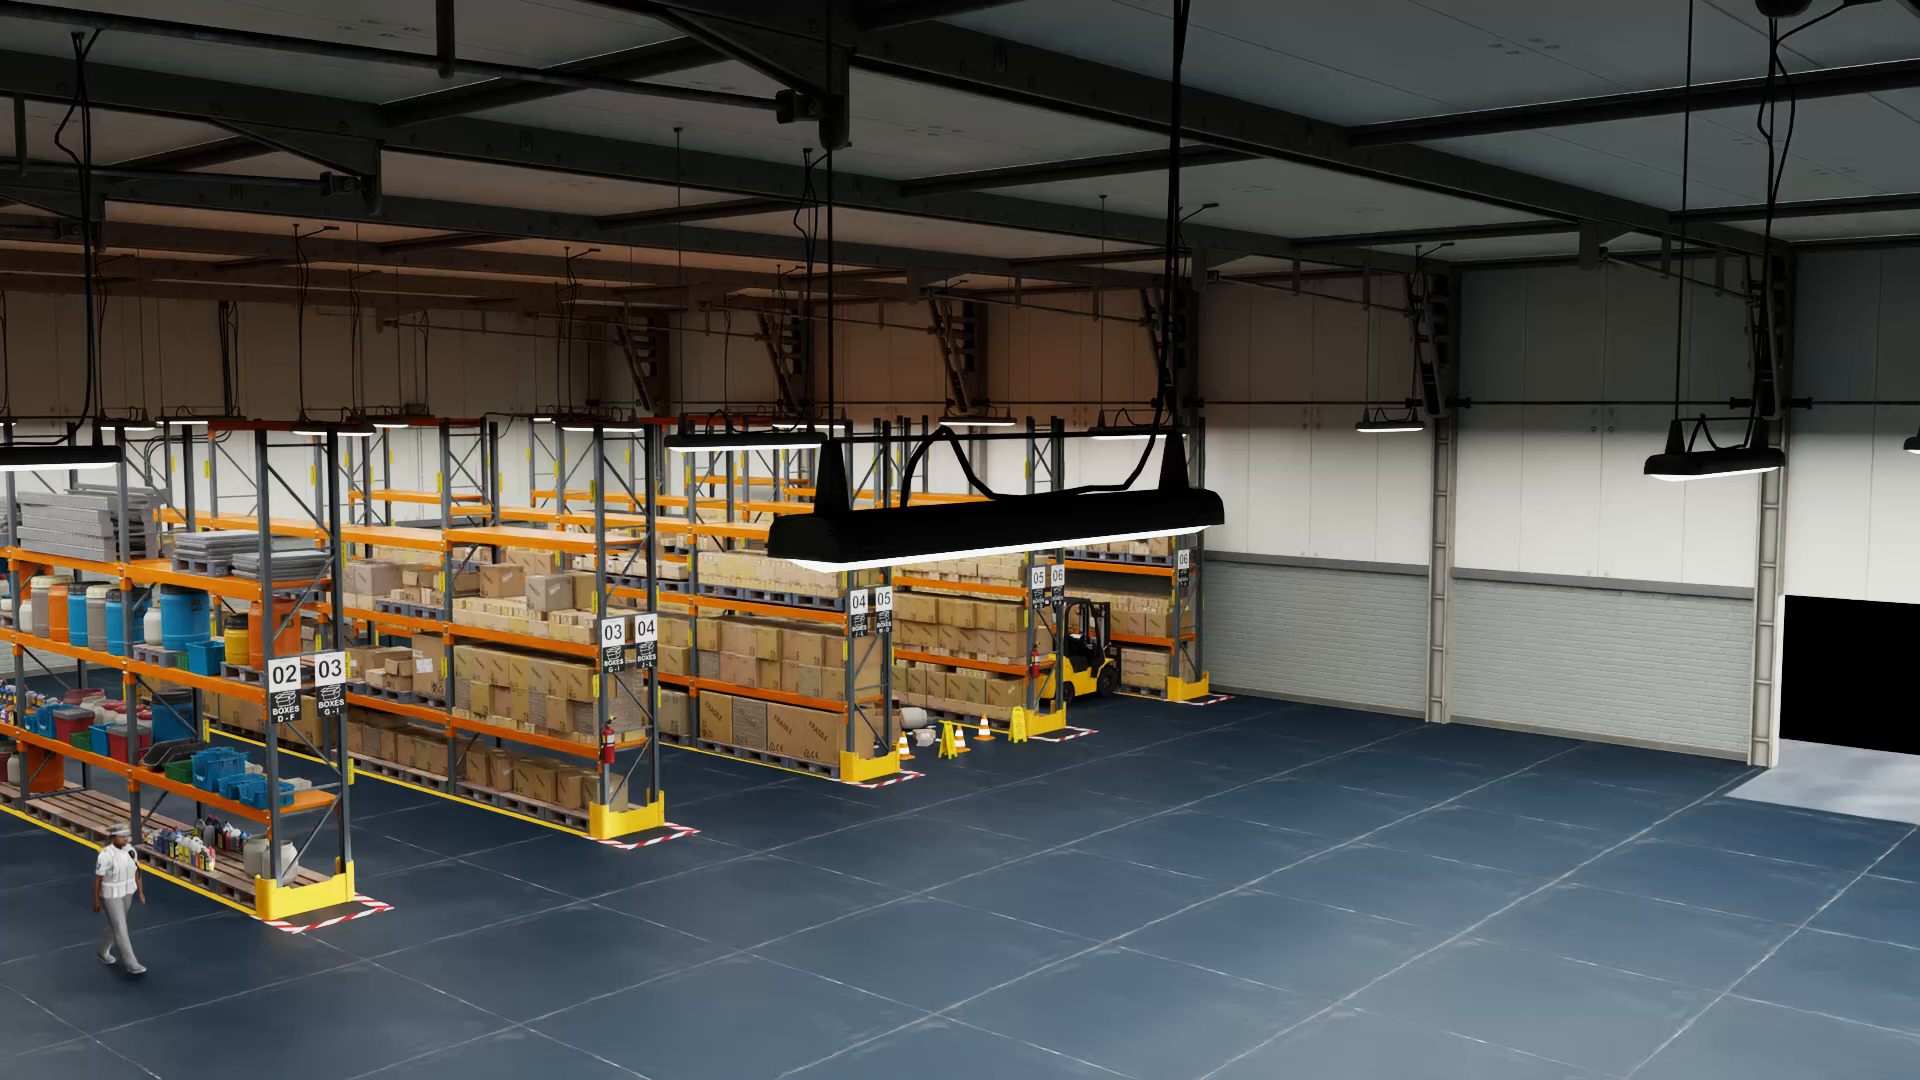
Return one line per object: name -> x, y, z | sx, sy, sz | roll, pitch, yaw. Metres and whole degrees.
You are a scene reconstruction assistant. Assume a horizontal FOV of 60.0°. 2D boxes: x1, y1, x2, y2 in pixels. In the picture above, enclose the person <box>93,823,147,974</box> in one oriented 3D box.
person -> -9.320, 3.956, 18.502 | 0.954, 1.626, 0.500 | 2, 5, 19
